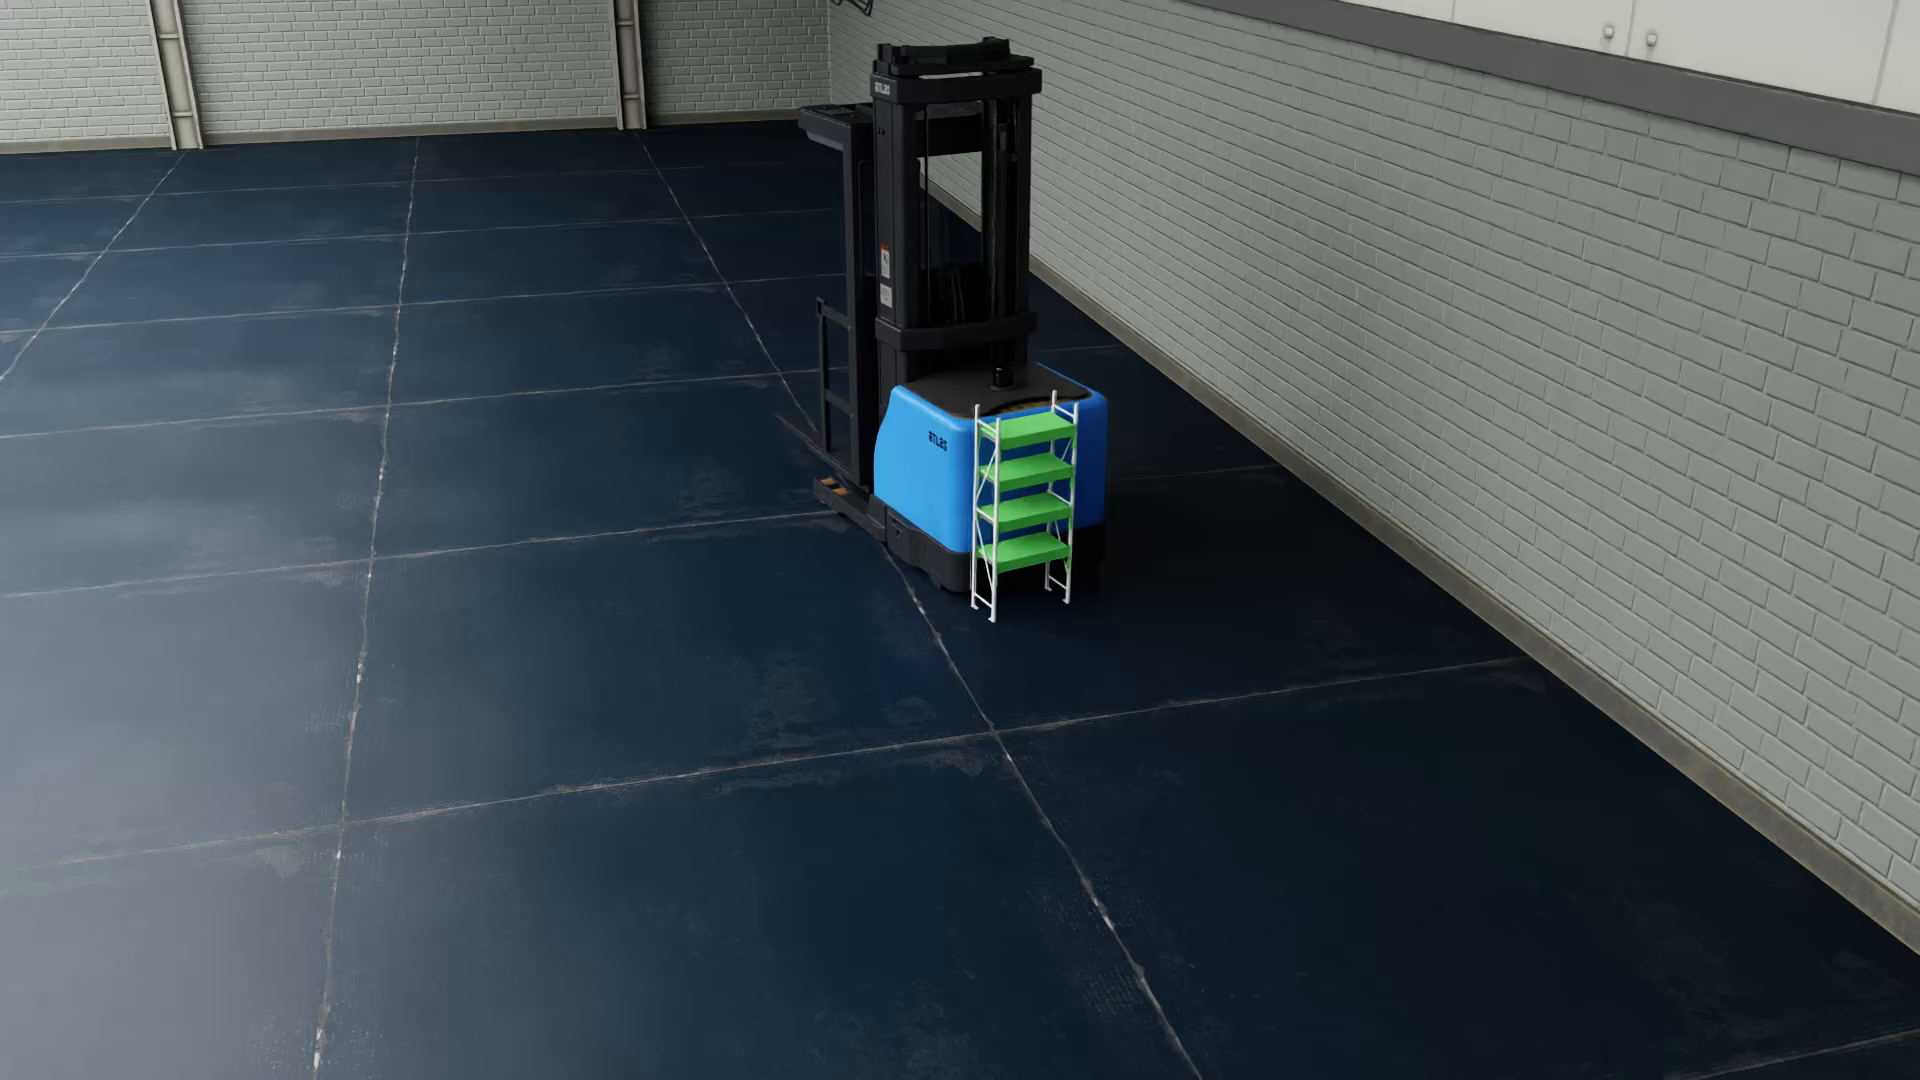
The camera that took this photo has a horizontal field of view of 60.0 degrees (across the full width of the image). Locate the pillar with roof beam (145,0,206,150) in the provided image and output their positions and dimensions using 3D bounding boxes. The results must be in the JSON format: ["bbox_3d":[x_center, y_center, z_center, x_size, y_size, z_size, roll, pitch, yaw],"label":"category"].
[{"bbox_3d":[-9.399,-7.884,17.211,0.400,9.000,9.100,-6,24,-14],"label":"pillar with roof beam"}]

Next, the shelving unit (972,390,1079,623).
[{"bbox_3d":[0.351,-0.182,9.142,0.503,1.200,0.258,-13,28,-27],"label":"shelving unit"}]

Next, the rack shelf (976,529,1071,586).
[{"bbox_3d":[0.347,0.095,9.268,0.480,0.148,0.258,-13,28,-27],"label":"rack shelf"}]

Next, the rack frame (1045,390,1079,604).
[{"bbox_3d":[0.563,-0.229,9.253,0.015,1.200,0.240,-13,28,-27],"label":"rack frame"}]

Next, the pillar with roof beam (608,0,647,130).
[{"bbox_3d":[-3.622,-8.523,18.700,0.400,9.000,9.100,-6,24,-14],"label":"pillar with roof beam"}]

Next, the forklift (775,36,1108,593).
[{"bbox_3d":[-0.293,-1.591,10.241,1.130,2.935,3.031,-12,26,-26],"label":"forklift"}]

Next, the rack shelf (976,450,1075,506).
[{"bbox_3d":[0.354,-0.342,9.068,0.480,0.148,0.258,-13,28,-27],"label":"rack shelf"}]

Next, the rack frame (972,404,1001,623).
[{"bbox_3d":[0.140,-0.134,9.030,0.015,1.200,0.240,-13,28,-27],"label":"rack frame"}]

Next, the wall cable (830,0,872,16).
[{"bbox_3d":[-1.591,-8.542,22.683,0.112,2.526,3.097,-6,24,-14],"label":"wall cable"}]

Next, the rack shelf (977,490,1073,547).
[{"bbox_3d":[0.350,-0.123,9.168,0.480,0.148,0.258,-13,28,-27],"label":"rack shelf"}]

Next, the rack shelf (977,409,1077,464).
[{"bbox_3d":[0.357,-0.560,8.969,0.480,0.148,0.258,-13,28,-27],"label":"rack shelf"}]
